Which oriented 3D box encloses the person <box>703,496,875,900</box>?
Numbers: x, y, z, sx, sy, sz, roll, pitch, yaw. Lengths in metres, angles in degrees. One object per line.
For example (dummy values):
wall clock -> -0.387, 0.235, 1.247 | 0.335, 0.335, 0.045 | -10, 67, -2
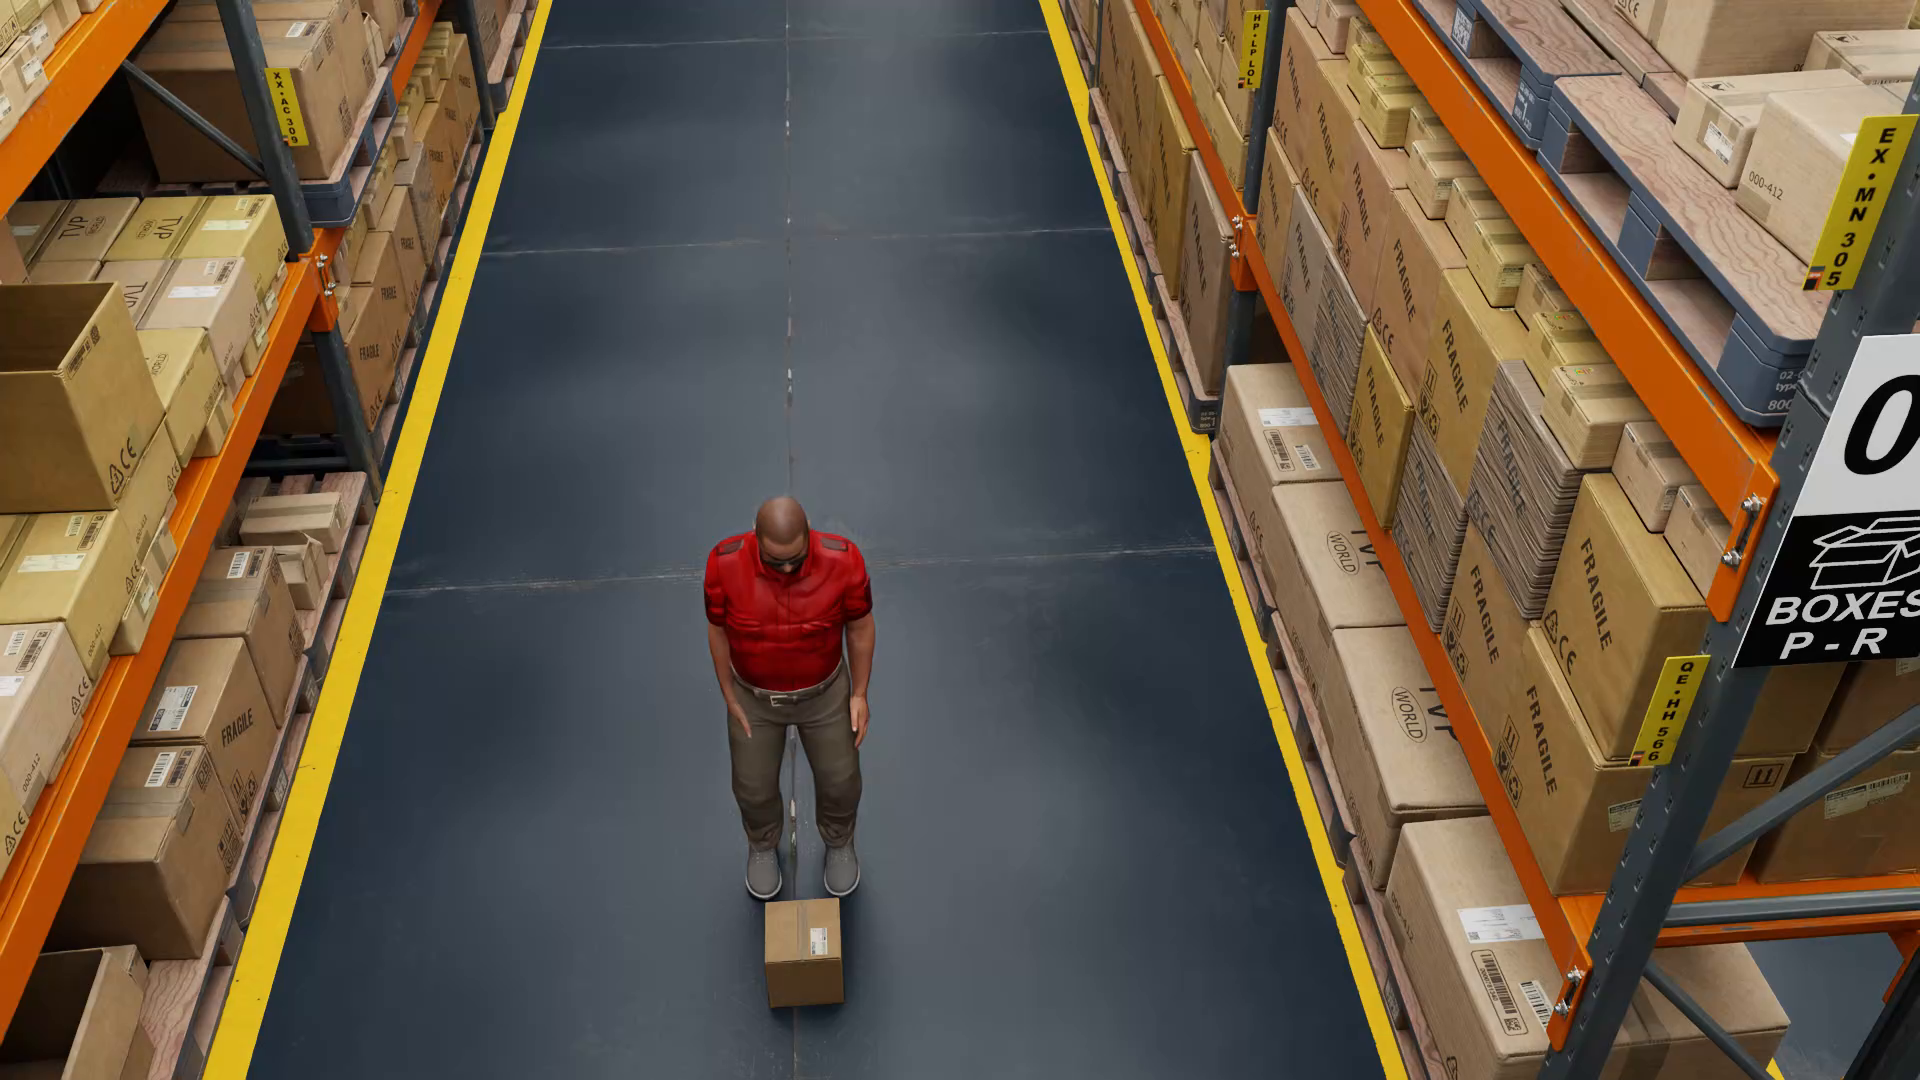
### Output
person -> -0.546, 0.514, 5.559 | 0.544, 1.705, 0.376 | -2, 39, -3
